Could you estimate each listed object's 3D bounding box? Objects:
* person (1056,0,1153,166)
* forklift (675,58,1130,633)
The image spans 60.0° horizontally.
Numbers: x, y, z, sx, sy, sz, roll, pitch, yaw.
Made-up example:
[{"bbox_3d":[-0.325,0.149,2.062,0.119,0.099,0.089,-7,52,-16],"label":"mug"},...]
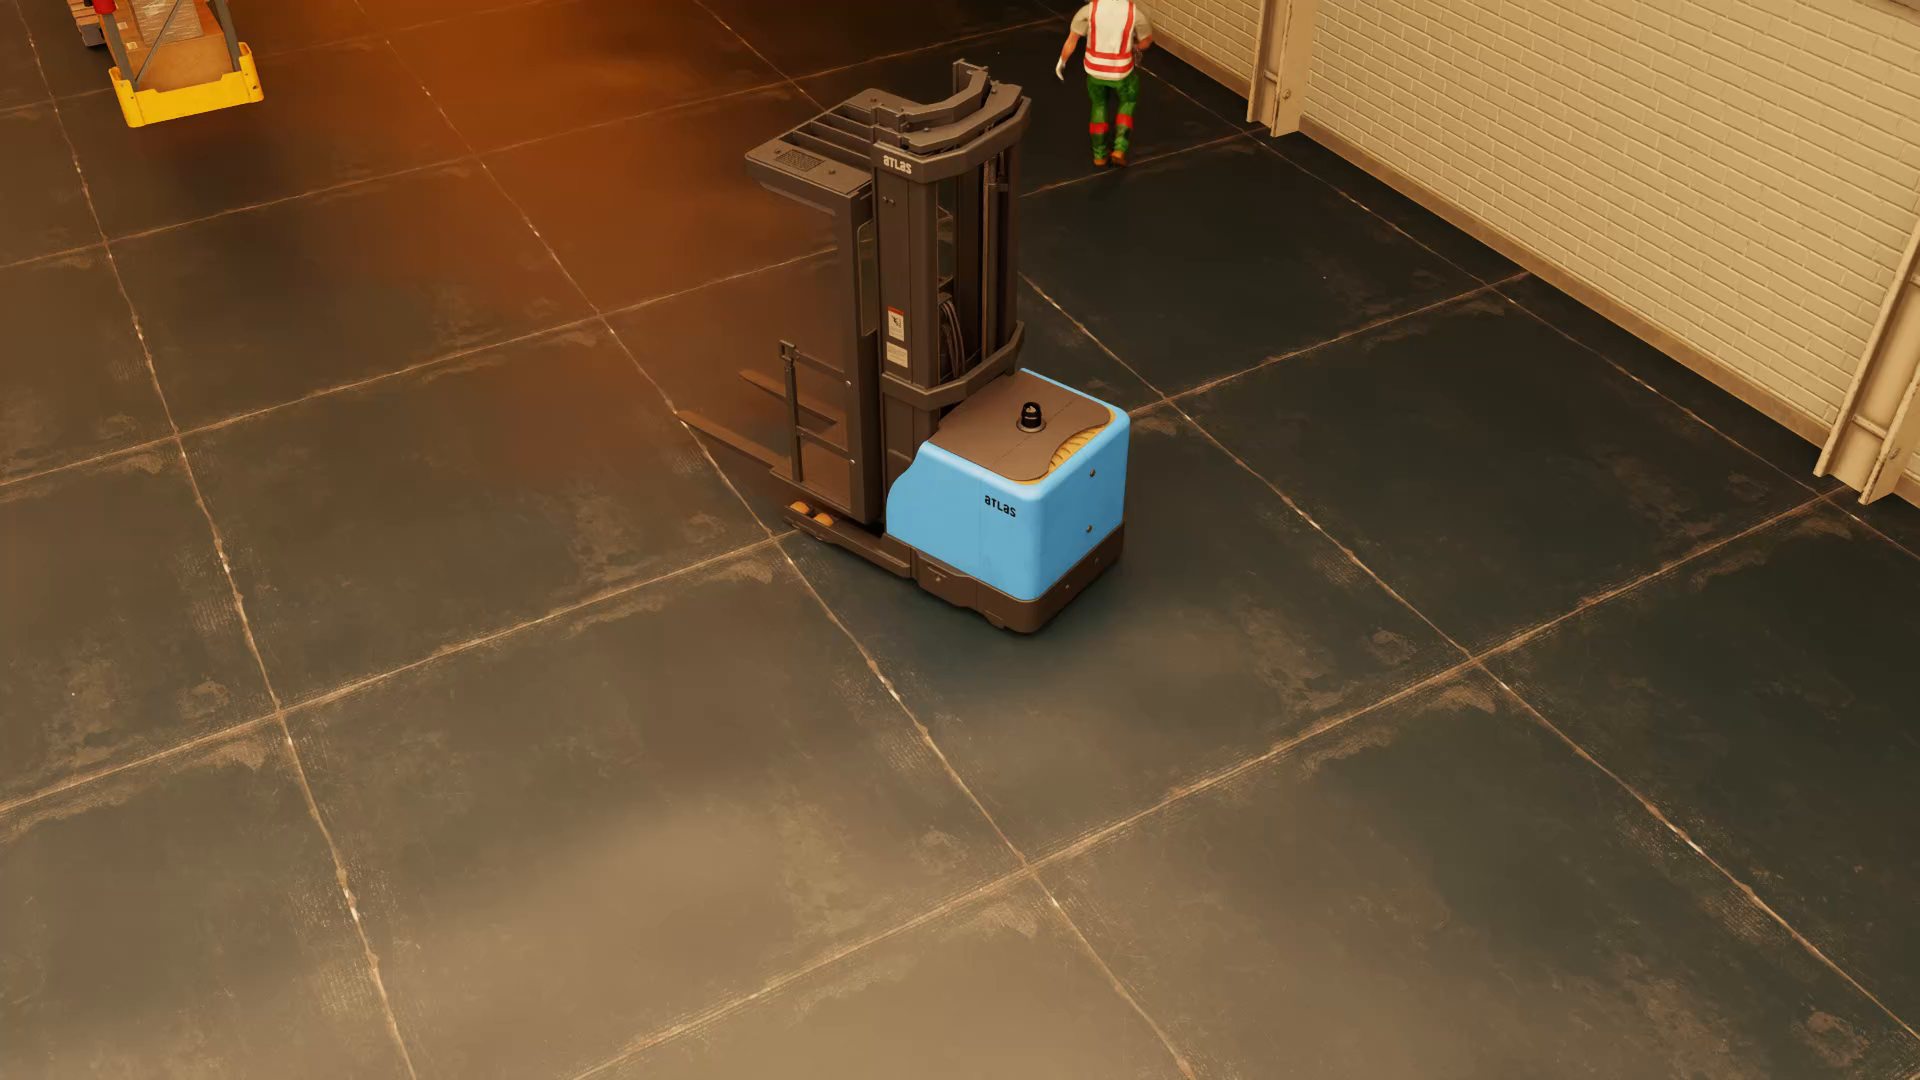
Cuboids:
[{"bbox_3d":[1.192,-3.905,13.677,0.763,1.741,0.510,10,41,12],"label":"person"},{"bbox_3d":[-0.481,-1.366,9.683,3.031,2.935,1.130,26,46,28],"label":"forklift"}]
